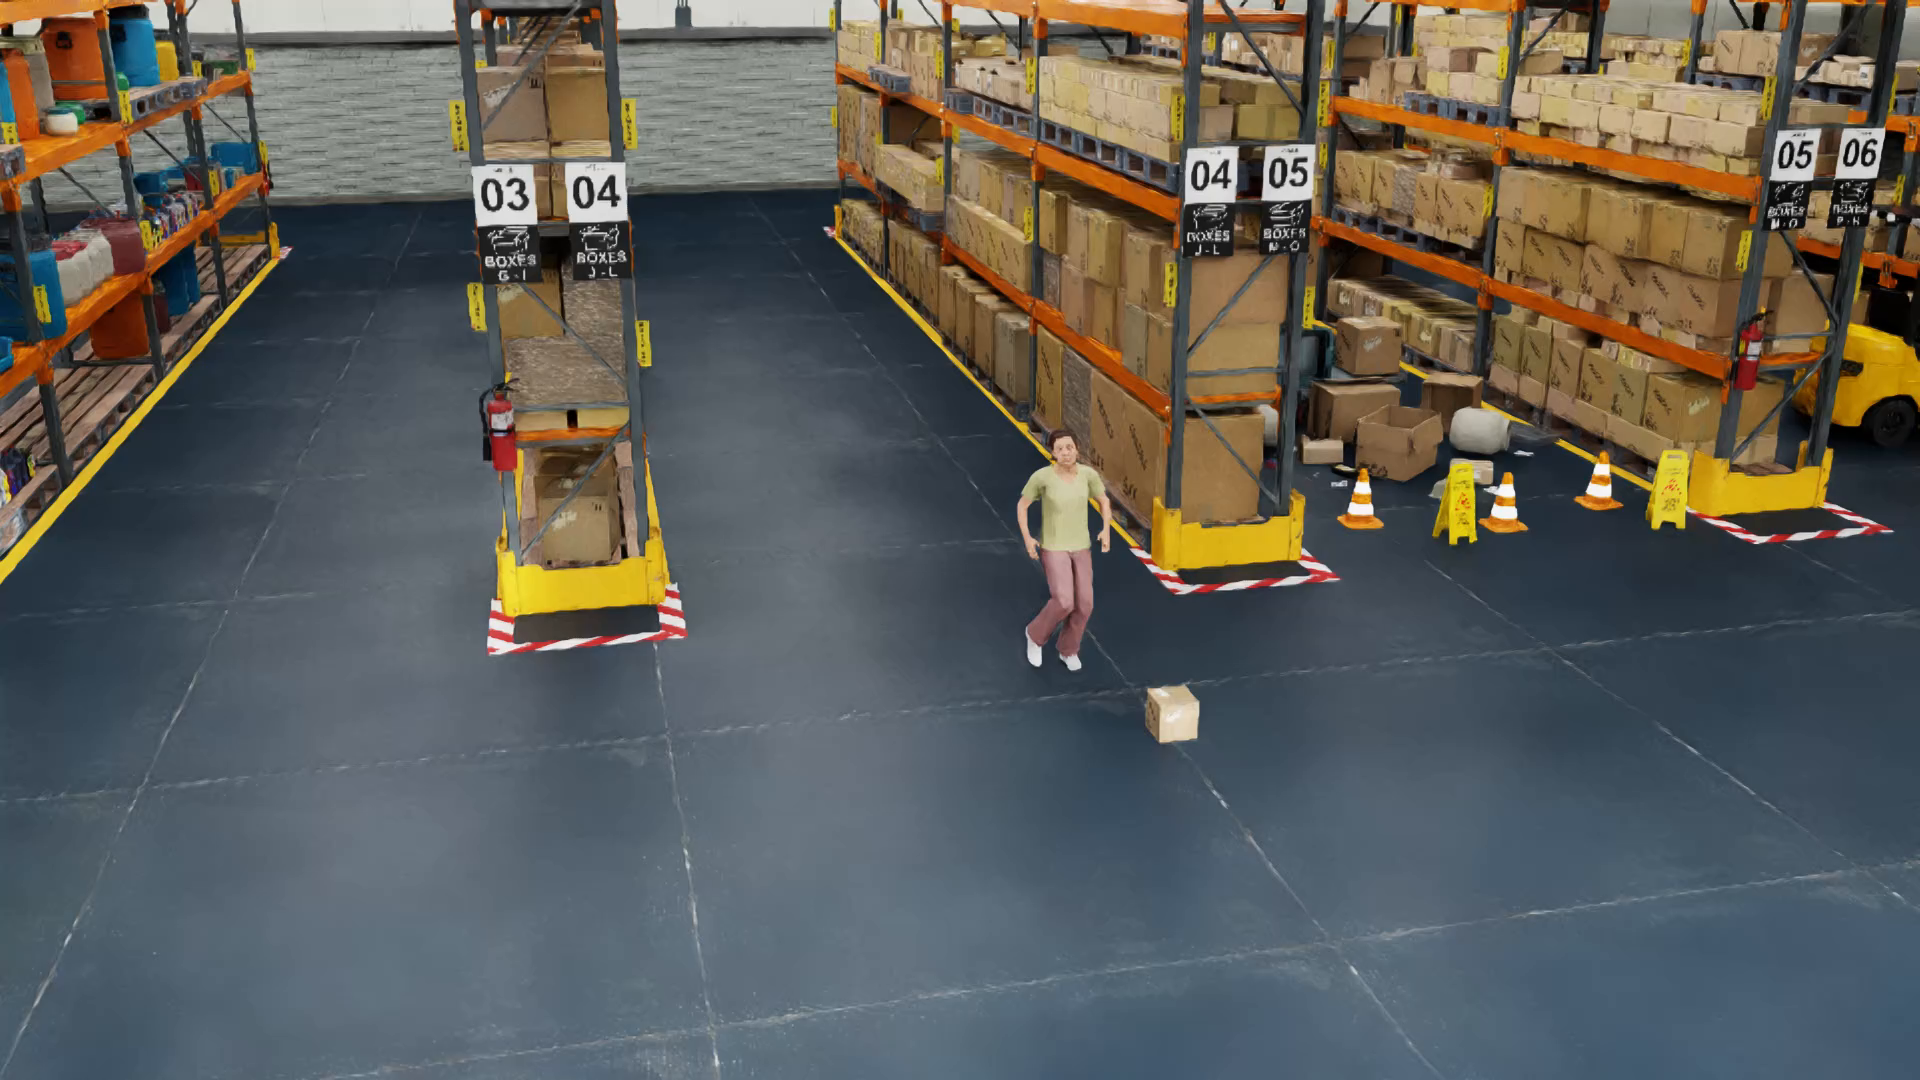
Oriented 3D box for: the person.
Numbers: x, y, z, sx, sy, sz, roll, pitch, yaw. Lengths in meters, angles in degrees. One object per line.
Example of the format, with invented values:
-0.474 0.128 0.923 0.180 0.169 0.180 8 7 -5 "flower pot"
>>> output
0.728 0.077 10.931 0.616 1.626 0.488 -8 21 -22 "person"
